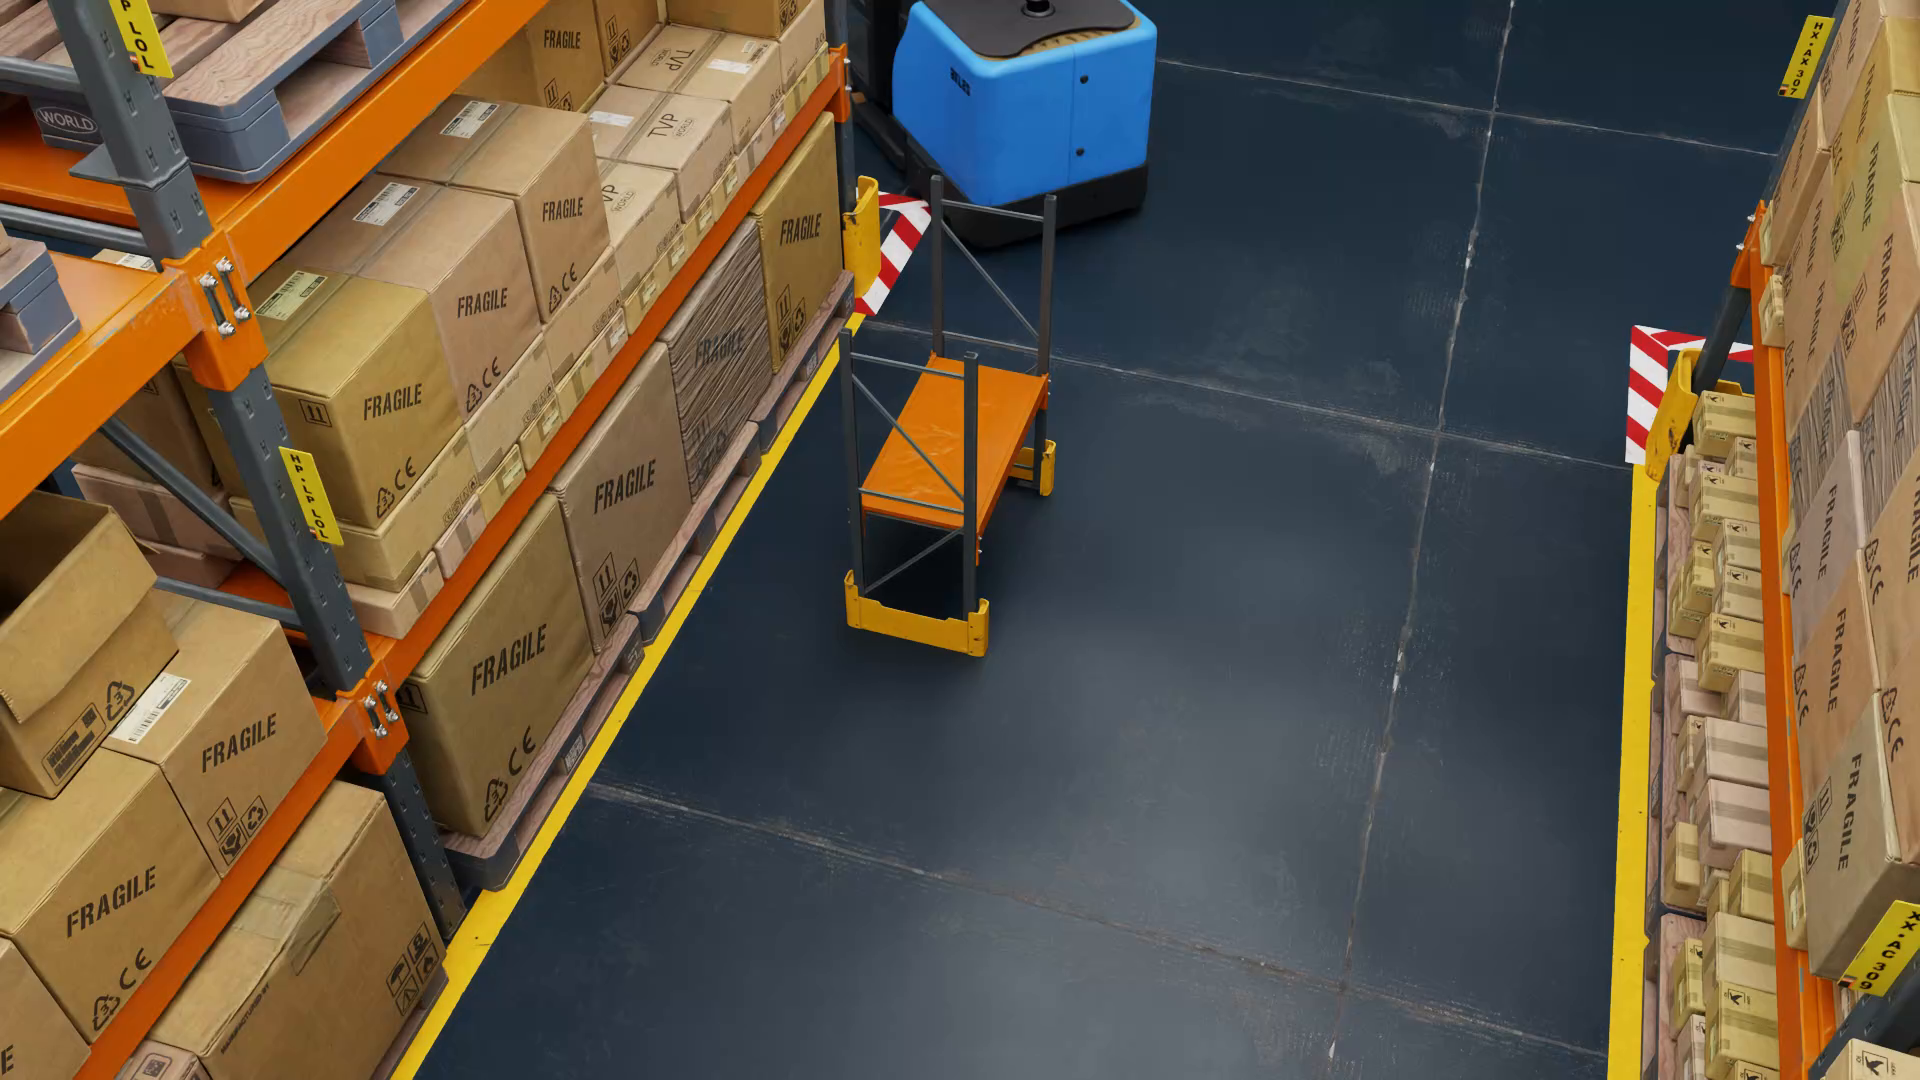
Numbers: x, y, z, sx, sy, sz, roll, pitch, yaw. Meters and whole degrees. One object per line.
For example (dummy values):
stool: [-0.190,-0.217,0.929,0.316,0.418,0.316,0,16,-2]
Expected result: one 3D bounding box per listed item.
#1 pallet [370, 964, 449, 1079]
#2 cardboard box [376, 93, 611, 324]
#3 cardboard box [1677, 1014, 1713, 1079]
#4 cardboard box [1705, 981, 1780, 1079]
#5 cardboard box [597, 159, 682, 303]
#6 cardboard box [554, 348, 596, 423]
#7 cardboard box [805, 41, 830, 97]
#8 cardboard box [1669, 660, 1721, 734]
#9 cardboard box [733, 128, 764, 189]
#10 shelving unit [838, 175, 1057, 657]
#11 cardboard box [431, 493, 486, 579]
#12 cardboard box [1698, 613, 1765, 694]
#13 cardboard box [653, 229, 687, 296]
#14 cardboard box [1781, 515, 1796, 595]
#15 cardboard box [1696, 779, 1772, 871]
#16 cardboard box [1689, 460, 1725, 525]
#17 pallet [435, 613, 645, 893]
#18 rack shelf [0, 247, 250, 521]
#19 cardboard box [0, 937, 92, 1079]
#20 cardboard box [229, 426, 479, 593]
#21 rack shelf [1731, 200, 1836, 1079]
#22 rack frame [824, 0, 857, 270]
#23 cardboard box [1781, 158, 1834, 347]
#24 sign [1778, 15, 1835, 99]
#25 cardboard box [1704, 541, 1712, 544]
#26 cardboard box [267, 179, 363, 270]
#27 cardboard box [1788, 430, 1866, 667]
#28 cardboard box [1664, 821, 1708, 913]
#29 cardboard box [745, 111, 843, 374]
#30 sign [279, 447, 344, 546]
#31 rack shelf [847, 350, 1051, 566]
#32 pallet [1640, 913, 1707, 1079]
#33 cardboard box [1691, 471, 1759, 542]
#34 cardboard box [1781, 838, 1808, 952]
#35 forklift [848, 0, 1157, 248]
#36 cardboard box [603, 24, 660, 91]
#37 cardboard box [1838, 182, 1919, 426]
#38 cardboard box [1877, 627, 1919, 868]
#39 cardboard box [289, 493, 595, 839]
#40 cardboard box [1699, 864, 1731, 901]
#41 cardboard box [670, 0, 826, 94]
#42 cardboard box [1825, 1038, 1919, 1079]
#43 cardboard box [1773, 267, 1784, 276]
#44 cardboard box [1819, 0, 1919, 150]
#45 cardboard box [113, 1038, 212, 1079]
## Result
pallet: [-2.379,1.692,5.269,1.003,0.211,1.213,13,46,13]
cardboard box: [-1.518,-1.095,5.482,0.500,0.500,0.500,11,45,11]
cardboard box: [2.342,1.585,4.910,0.380,0.149,0.250,11,45,11]
cardboard box: [2.379,1.468,4.816,0.380,0.149,0.250,13,46,13]
cardboard box: [-1.361,-1.149,6.073,0.500,0.250,0.500,13,46,13]
cardboard box: [-1.496,-0.569,5.765,0.380,0.149,0.250,12,46,12]
cardboard box: [-0.799,-2.104,7.334,0.380,0.149,0.250,13,46,13]
cardboard box: [2.831,0.611,6.118,0.380,0.149,0.250,10,45,11]
cardboard box: [-1.030,-1.596,6.815,0.380,0.149,0.250,13,46,13]
shelving unit: [-0.023,-0.485,6.573,0.587,1.500,1.083,13,46,13]
cardboard box: [-1.731,-0.047,5.232,0.380,0.149,0.250,11,45,11]
cardboard box: [2.829,0.432,5.876,0.380,0.149,0.250,13,46,13]
cardboard box: [-1.263,-1.085,6.293,0.380,0.149,0.250,13,46,13]
cardboard box: [2.748,0.076,5.107,0.380,0.149,0.250,13,46,13]
cardboard box: [2.595,0.944,5.352,0.380,0.149,0.250,10,45,11]
cardboard box: [3.151,-0.155,6.688,0.380,0.149,0.250,12,46,12]
pallet: [-1.912,0.672,6.312,1.003,0.211,1.213,13,46,13]
rack shelf: [-2.822,0.683,2.676,1.077,0.370,4.000,13,46,13]
cardboard box: [-2.406,1.177,3.730,0.500,0.500,0.500,12,46,12]
cardboard box: [-1.825,-0.145,5.047,0.500,0.250,0.500,12,46,12]
rack shelf: [3.085,0.207,5.307,1.077,0.370,4.000,13,46,13]
rack frame: [-1.005,-2.501,7.560,1.000,3.000,0.127,13,46,13]
cardboard box: [3.154,-0.922,5.663,0.500,0.500,0.500,13,46,13]
sign: [3.174,-1.807,6.232,0.100,0.325,0.005,13,46,13]
cardboard box: [3.157,0.126,6.614,0.380,0.149,0.250,13,46,13]
cardboard box: [-2.177,-0.852,5.233,0.500,0.500,0.500,13,46,13]
cardboard box: [2.667,0.082,4.637,0.500,0.500,0.500,12,46,12]
cardboard box: [2.587,1.129,5.589,0.380,0.149,0.250,12,46,12]
cardboard box: [-1.123,-1.448,7.703,0.875,0.875,0.875,13,46,13]
sign: [-1.697,-0.112,4.347,0.100,0.325,0.005,13,46,13]
rack shelf: [-0.026,-0.351,6.692,0.538,0.185,1.000,13,46,13]
pallet: [2.649,1.825,5.133,1.003,0.211,1.213,13,46,13]
cardboard box: [3.041,-0.100,6.419,0.380,0.149,0.250,12,46,12]
cardboard box: [2.317,0.938,4.225,0.380,0.149,0.250,11,46,11]
forklift: [-0.109,-3.591,8.723,1.130,2.935,3.031,-19,48,-18]
cardboard box: [-1.559,-1.943,6.884,0.500,0.250,0.500,12,46,12]
cardboard box: [2.826,-0.619,4.638,0.500,0.500,0.500,11,45,11]
cardboard box: [2.364,0.413,3.583,0.500,0.500,0.500,11,45,11]
cardboard box: [-1.941,0.352,5.864,0.875,0.875,0.875,13,46,13]
cardboard box: [2.635,1.083,5.423,0.380,0.149,0.250,14,46,13]
cardboard box: [-0.899,-2.174,7.121,0.500,0.250,0.500,12,46,12]
cardboard box: [1.922,1.175,3.257,0.380,0.149,0.250,15,46,15]
cardboard box: [3.243,-0.968,6.173,0.380,0.149,0.250,14,46,14]
cardboard box: [3.302,-1.639,5.681,0.500,0.500,0.500,12,46,12]
cardboard box: [-2.661,1.801,4.383,1.225,0.875,0.875,11,45,11]
